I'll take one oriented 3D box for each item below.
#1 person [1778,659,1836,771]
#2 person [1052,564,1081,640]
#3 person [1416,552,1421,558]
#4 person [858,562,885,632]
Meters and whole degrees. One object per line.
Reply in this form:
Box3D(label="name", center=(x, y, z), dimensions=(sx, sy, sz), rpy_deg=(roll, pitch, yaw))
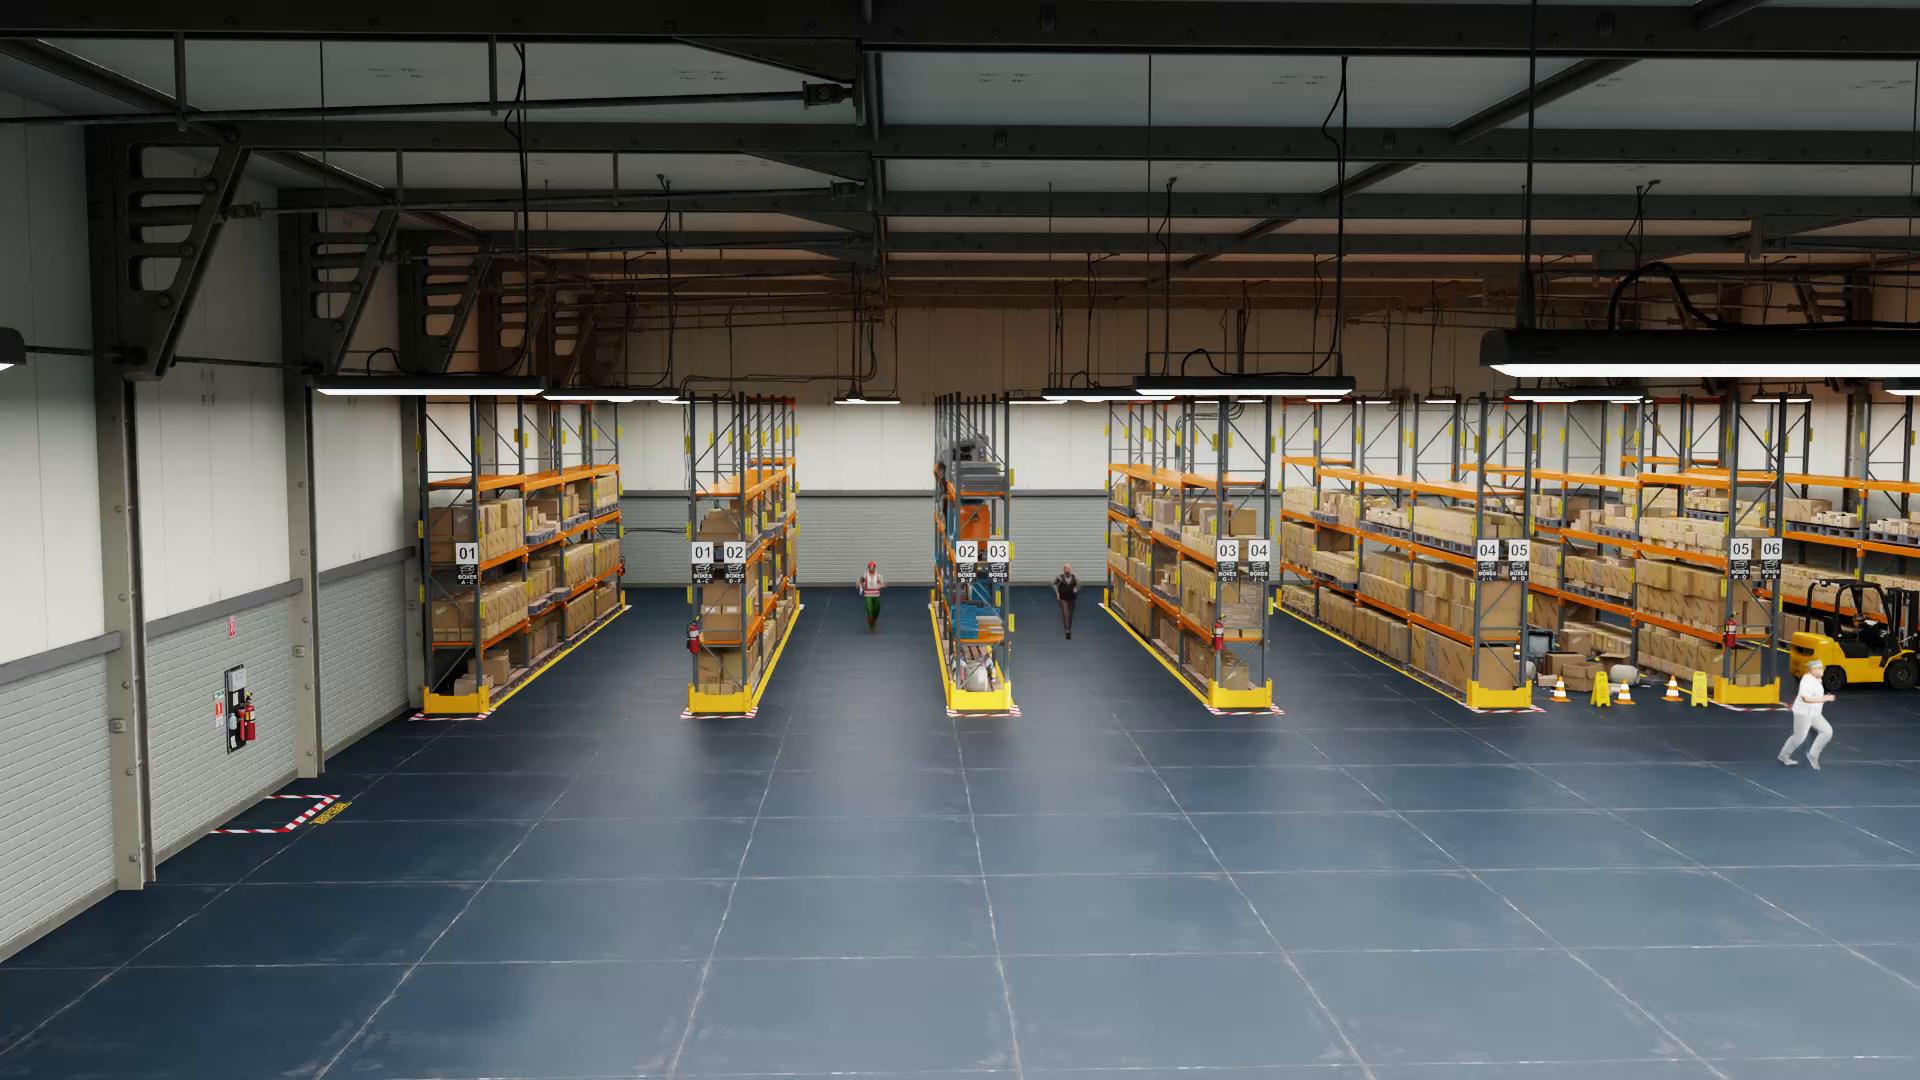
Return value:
Box3D(label="person", center=(13.366, 2.750, 26.218), dimensions=(0.690, 1.800, 0.849), rpy_deg=(-4, 6, -42))
Box3D(label="person", center=(2.529, 1.446, 39.196), dimensions=(0.662, 1.767, 0.791), rpy_deg=(-1, 5, -11))
Box3D(label="person", center=(13.574, 1.004, 49.327), dimensions=(0.570, 1.554, 0.562), rpy_deg=(1, 5, 12))
Box3D(label="person", center=(-2.245, 1.439, 42.388), dimensions=(0.668, 1.767, 0.939), rpy_deg=(-1, 5, -11))
